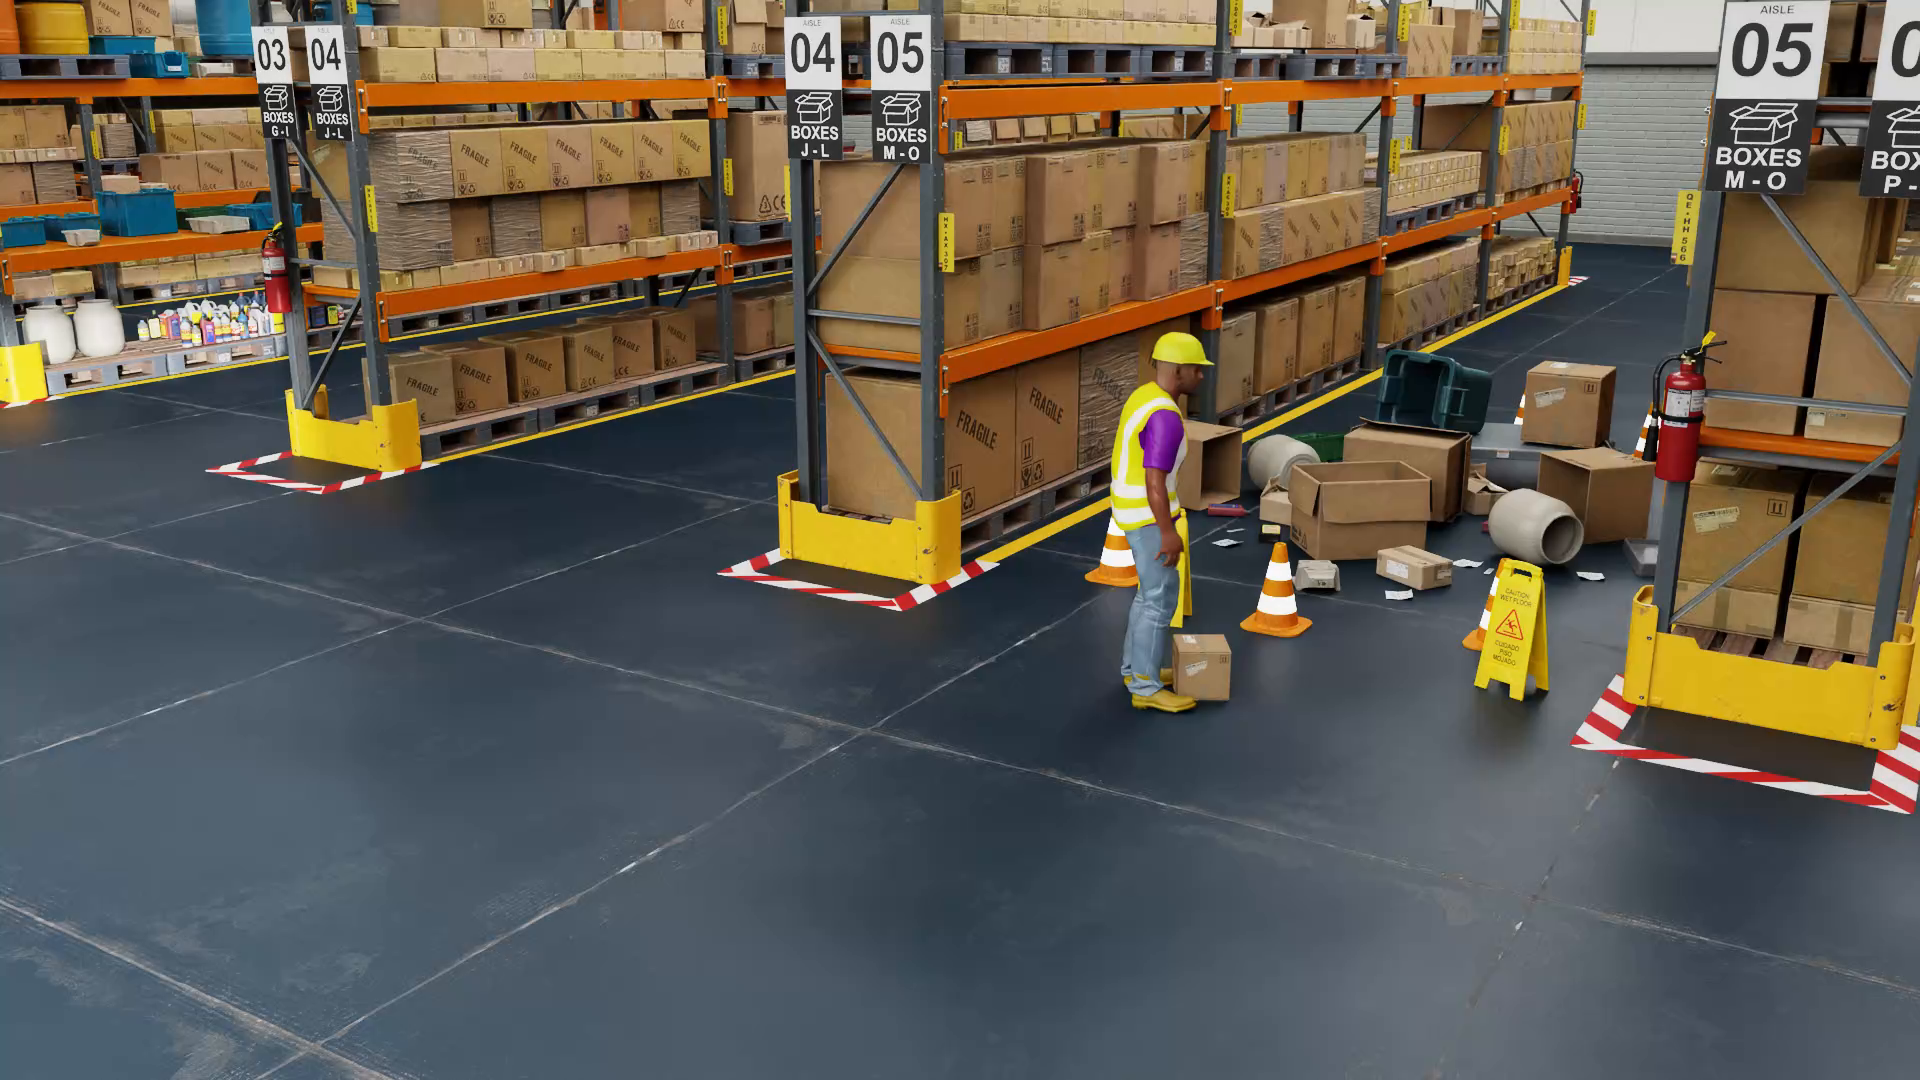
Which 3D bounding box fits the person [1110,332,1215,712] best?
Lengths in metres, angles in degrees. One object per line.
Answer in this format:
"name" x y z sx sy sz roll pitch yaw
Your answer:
"person" 0.944 -0.103 7.857 0.462 1.760 0.635 0 16 1
